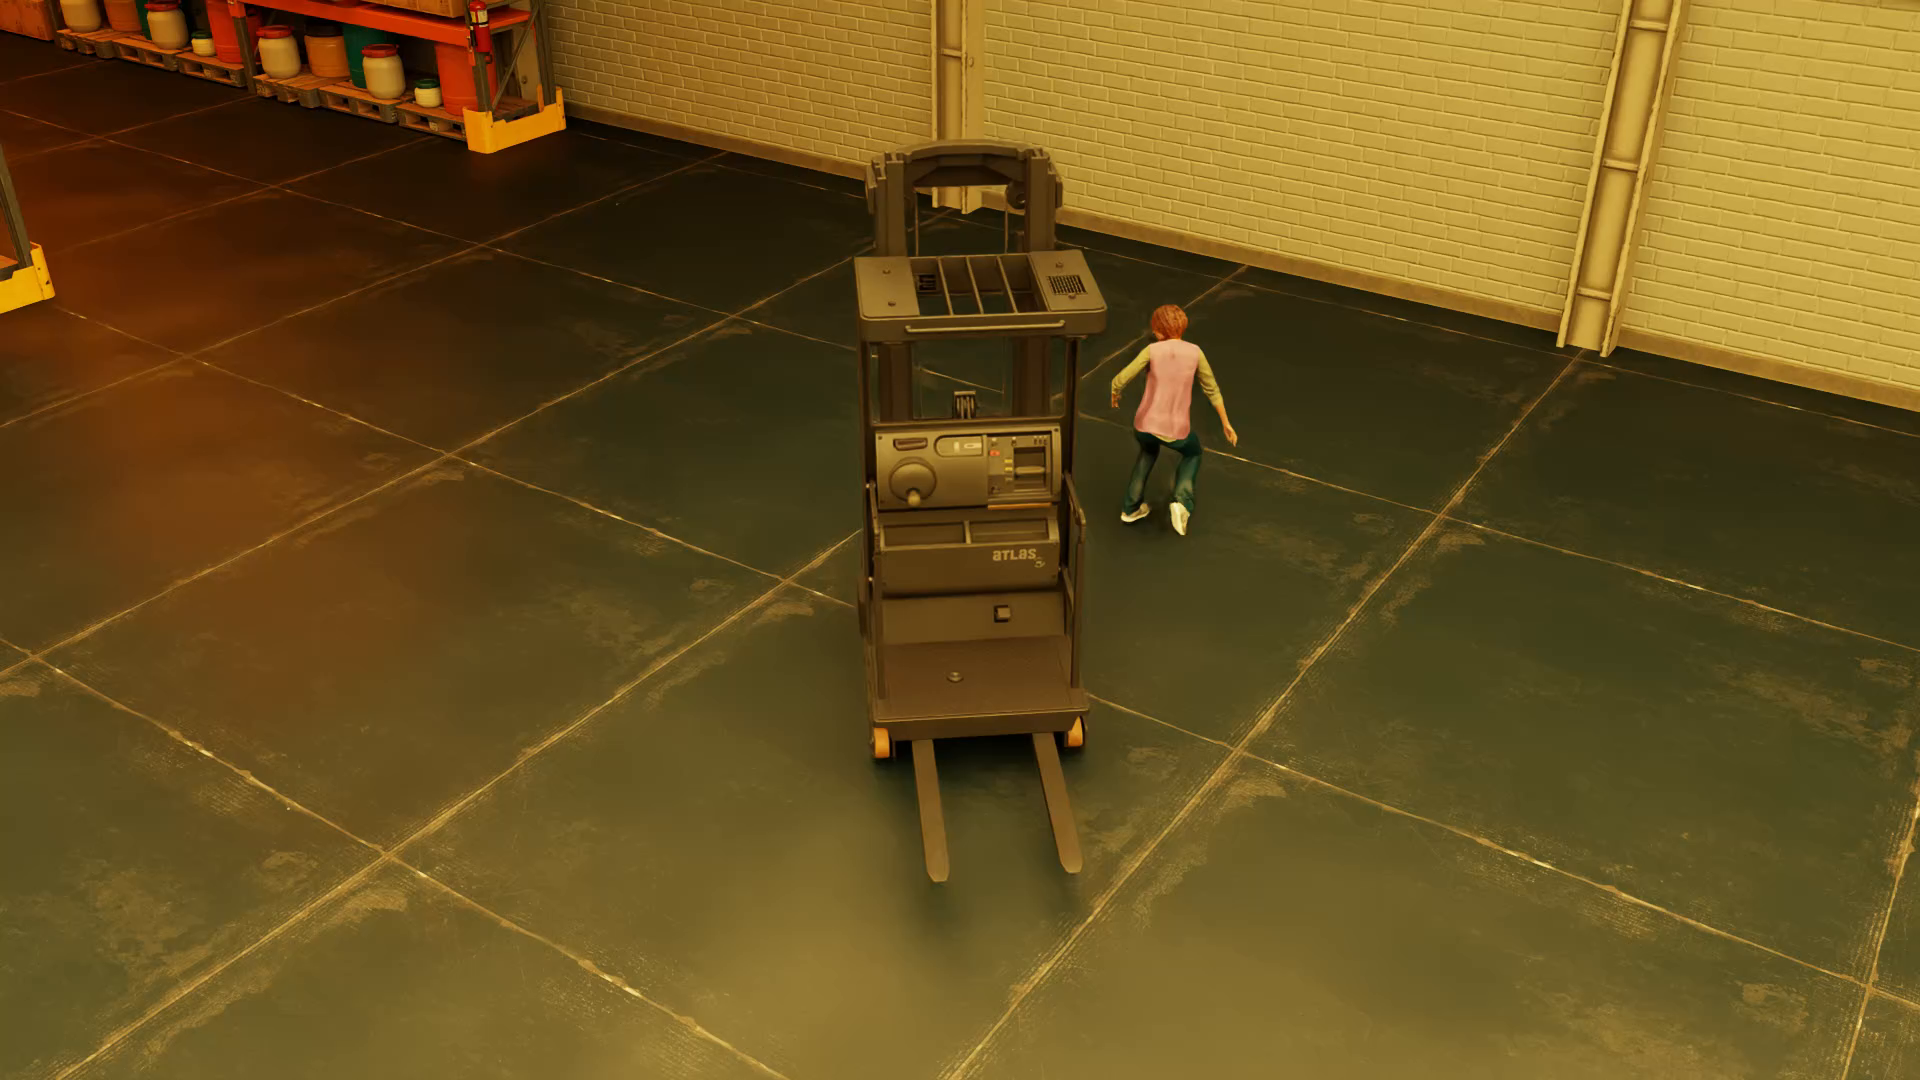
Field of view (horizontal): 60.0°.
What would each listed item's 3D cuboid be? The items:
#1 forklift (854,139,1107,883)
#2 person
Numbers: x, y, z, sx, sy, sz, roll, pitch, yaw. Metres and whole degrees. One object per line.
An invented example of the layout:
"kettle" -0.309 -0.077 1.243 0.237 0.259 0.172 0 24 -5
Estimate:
"forklift" 0.067 -0.320 8.133 1.130 2.935 3.031 -3 30 -5
"person" 1.322 -0.726 10.368 0.822 1.422 0.477 7 31 12
